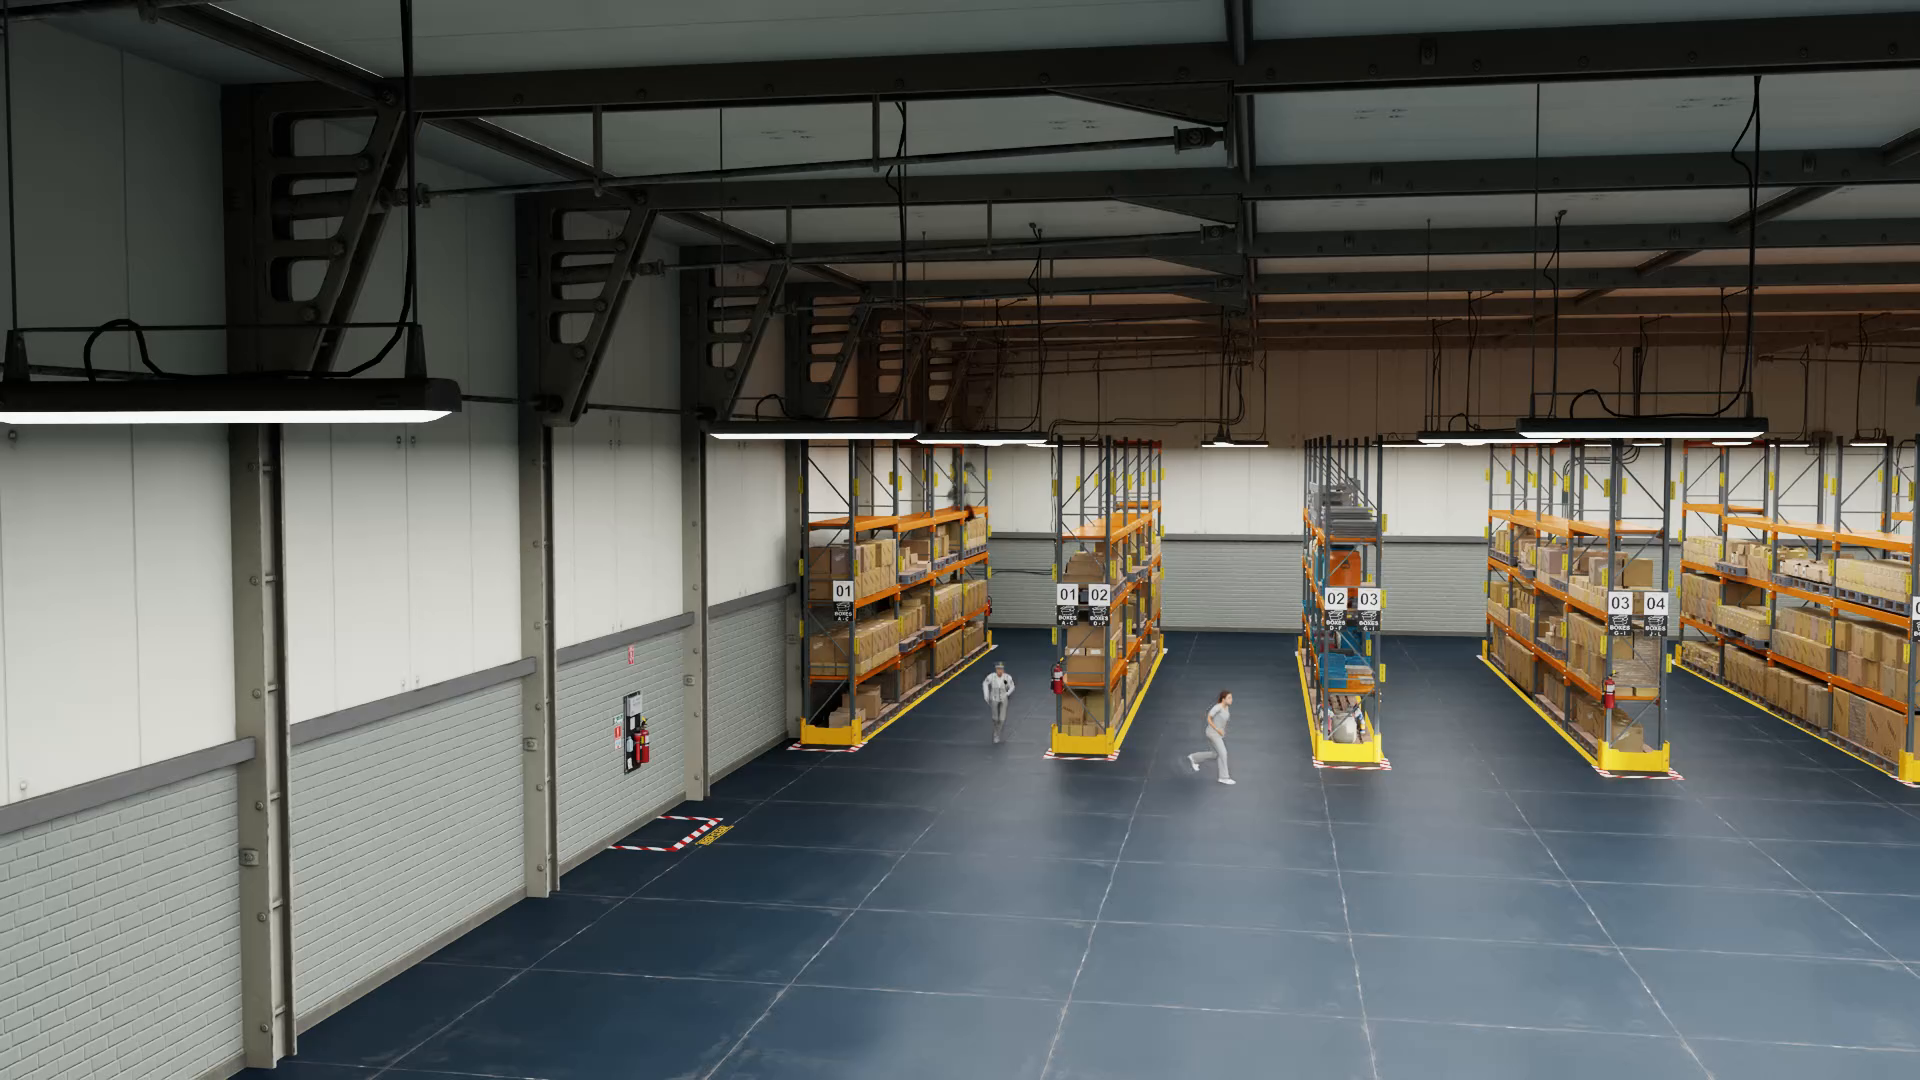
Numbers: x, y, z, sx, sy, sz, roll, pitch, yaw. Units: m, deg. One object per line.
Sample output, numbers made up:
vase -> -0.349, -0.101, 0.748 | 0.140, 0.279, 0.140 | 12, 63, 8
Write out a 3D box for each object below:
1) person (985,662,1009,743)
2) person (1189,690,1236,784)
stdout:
person -> 0.726, 3.170, 32.624 | 0.461, 1.618, 0.685 | 0, 3, -5
person -> 4.330, 3.376, 28.694 | 0.888, 1.620, 0.550 | 3, 4, 40
